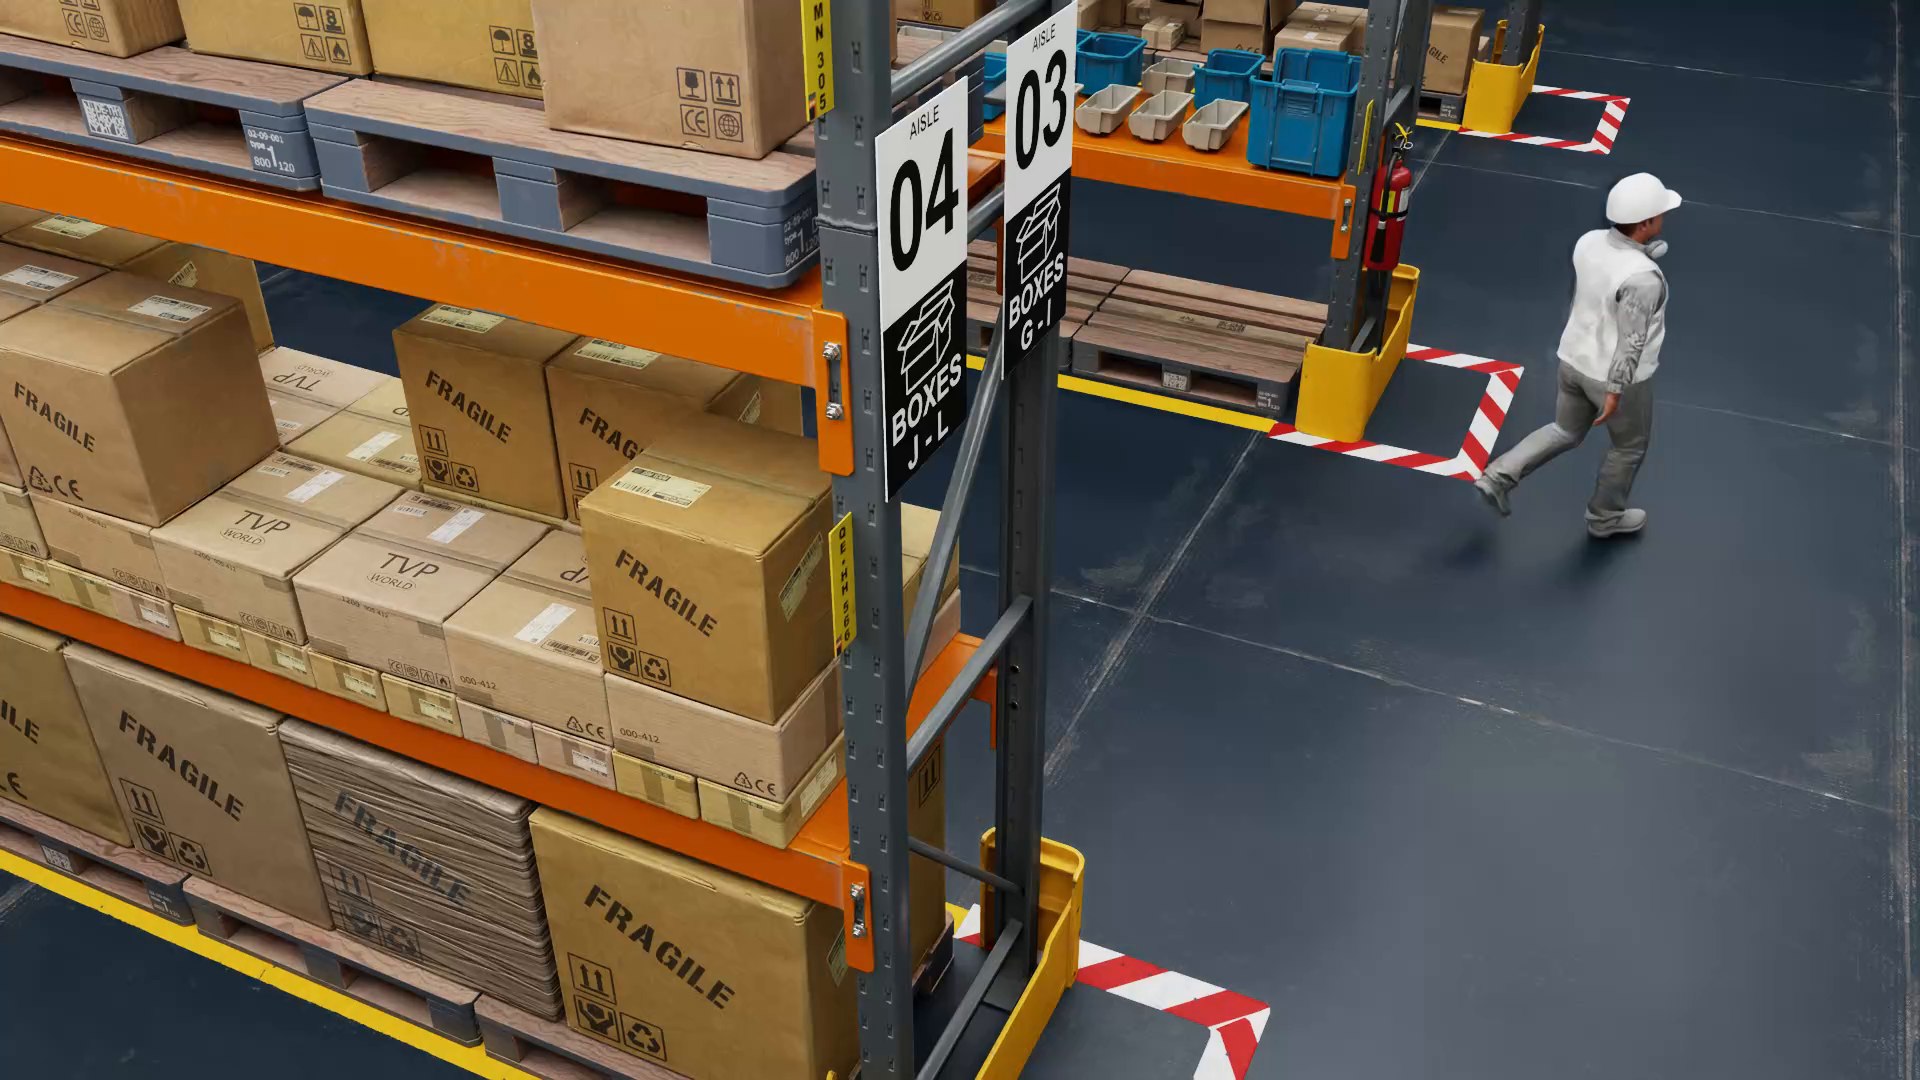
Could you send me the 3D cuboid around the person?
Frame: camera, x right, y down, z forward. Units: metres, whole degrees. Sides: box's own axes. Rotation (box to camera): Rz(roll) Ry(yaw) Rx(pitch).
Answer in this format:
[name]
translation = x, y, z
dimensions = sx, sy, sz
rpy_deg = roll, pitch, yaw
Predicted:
[person]
translation = 2.786, -0.768, 7.260
dimensions = 0.840, 1.747, 0.529
rpy_deg = -10, 35, -15
